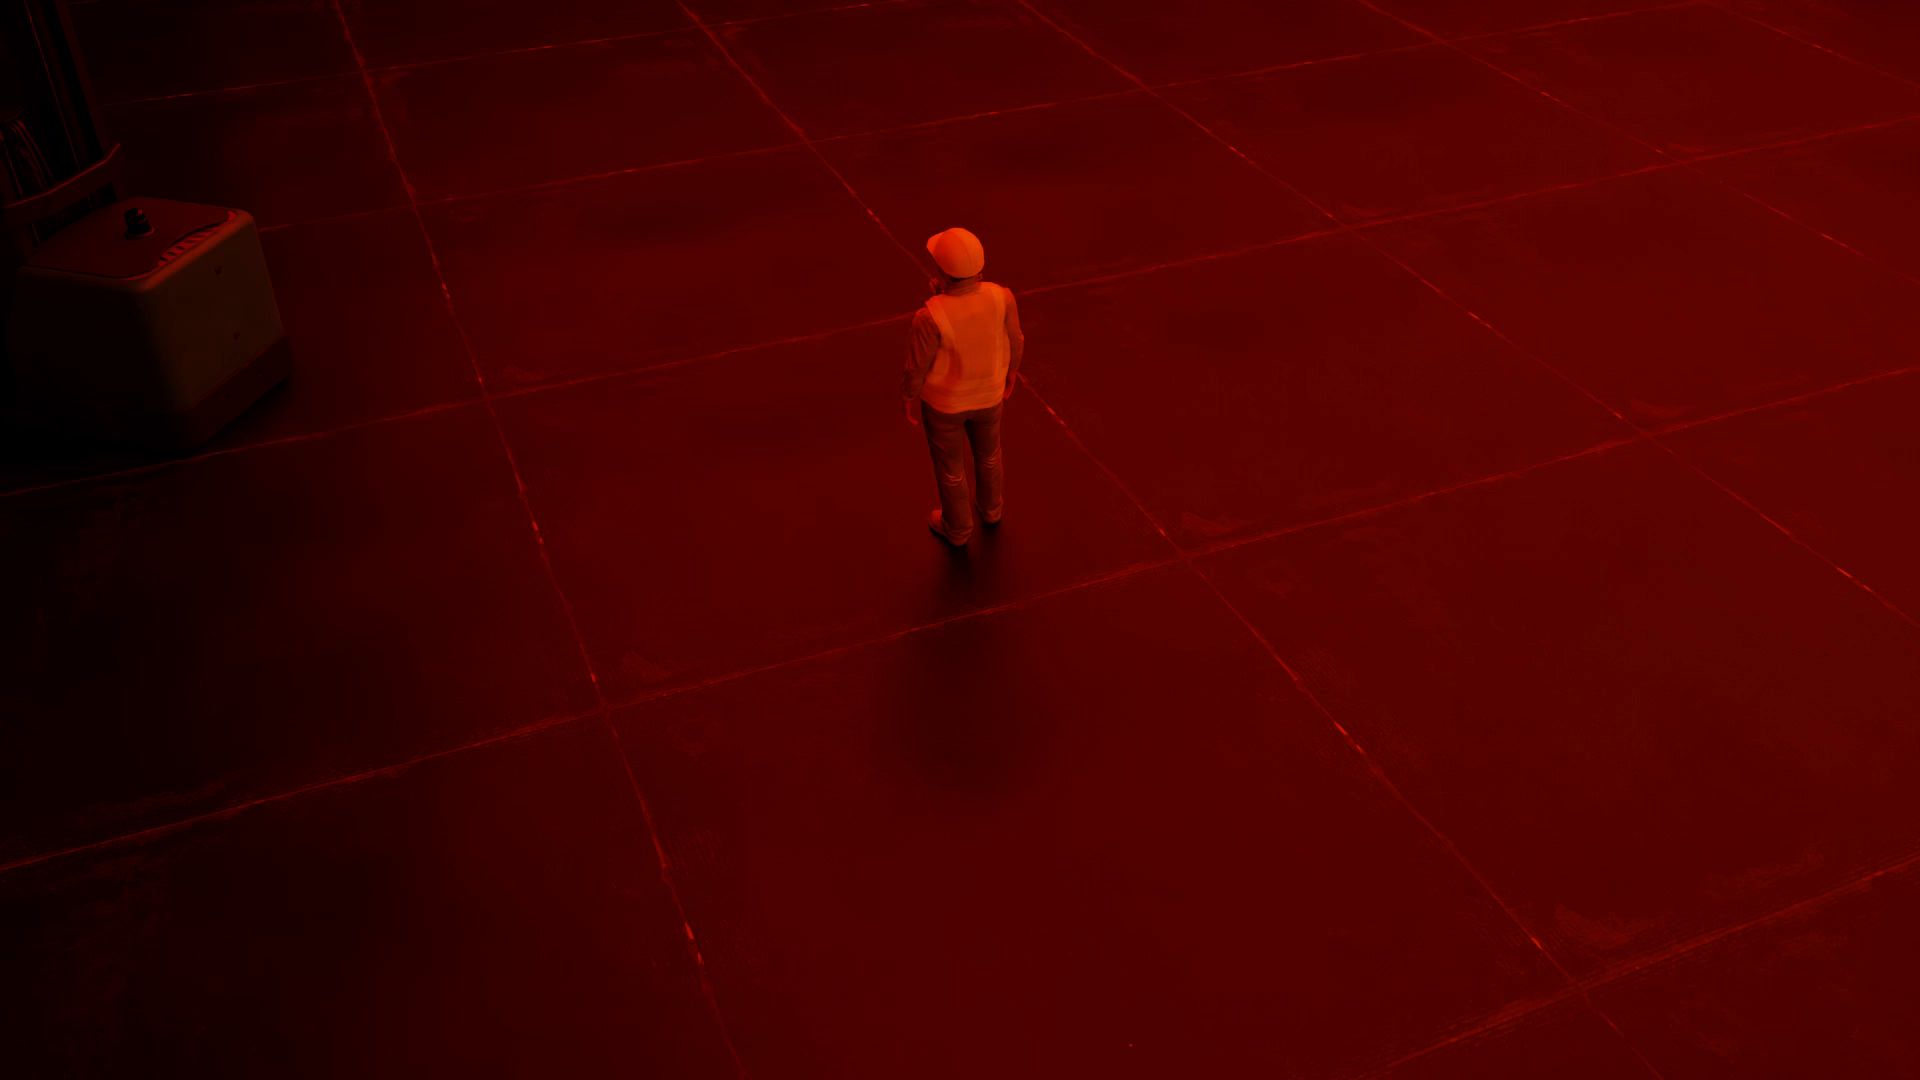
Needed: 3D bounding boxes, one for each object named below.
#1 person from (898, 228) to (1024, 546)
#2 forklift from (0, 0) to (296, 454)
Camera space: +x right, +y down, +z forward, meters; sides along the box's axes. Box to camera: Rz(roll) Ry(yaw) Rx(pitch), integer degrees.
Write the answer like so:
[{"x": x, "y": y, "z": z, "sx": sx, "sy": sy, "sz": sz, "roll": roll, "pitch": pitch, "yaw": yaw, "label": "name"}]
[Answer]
[{"x": -0.018, "y": -0.765, "z": 8.159, "sx": 0.634, "sy": 1.775, "sz": 0.565, "roll": -14, "pitch": 38, "yaw": -19, "label": "person"}, {"x": -5.551, "y": -2.148, "z": 9.119, "sx": 3.031, "sy": 2.935, "sz": 1.130, "roll": 9, "pitch": 36, "yaw": 13, "label": "forklift"}]
